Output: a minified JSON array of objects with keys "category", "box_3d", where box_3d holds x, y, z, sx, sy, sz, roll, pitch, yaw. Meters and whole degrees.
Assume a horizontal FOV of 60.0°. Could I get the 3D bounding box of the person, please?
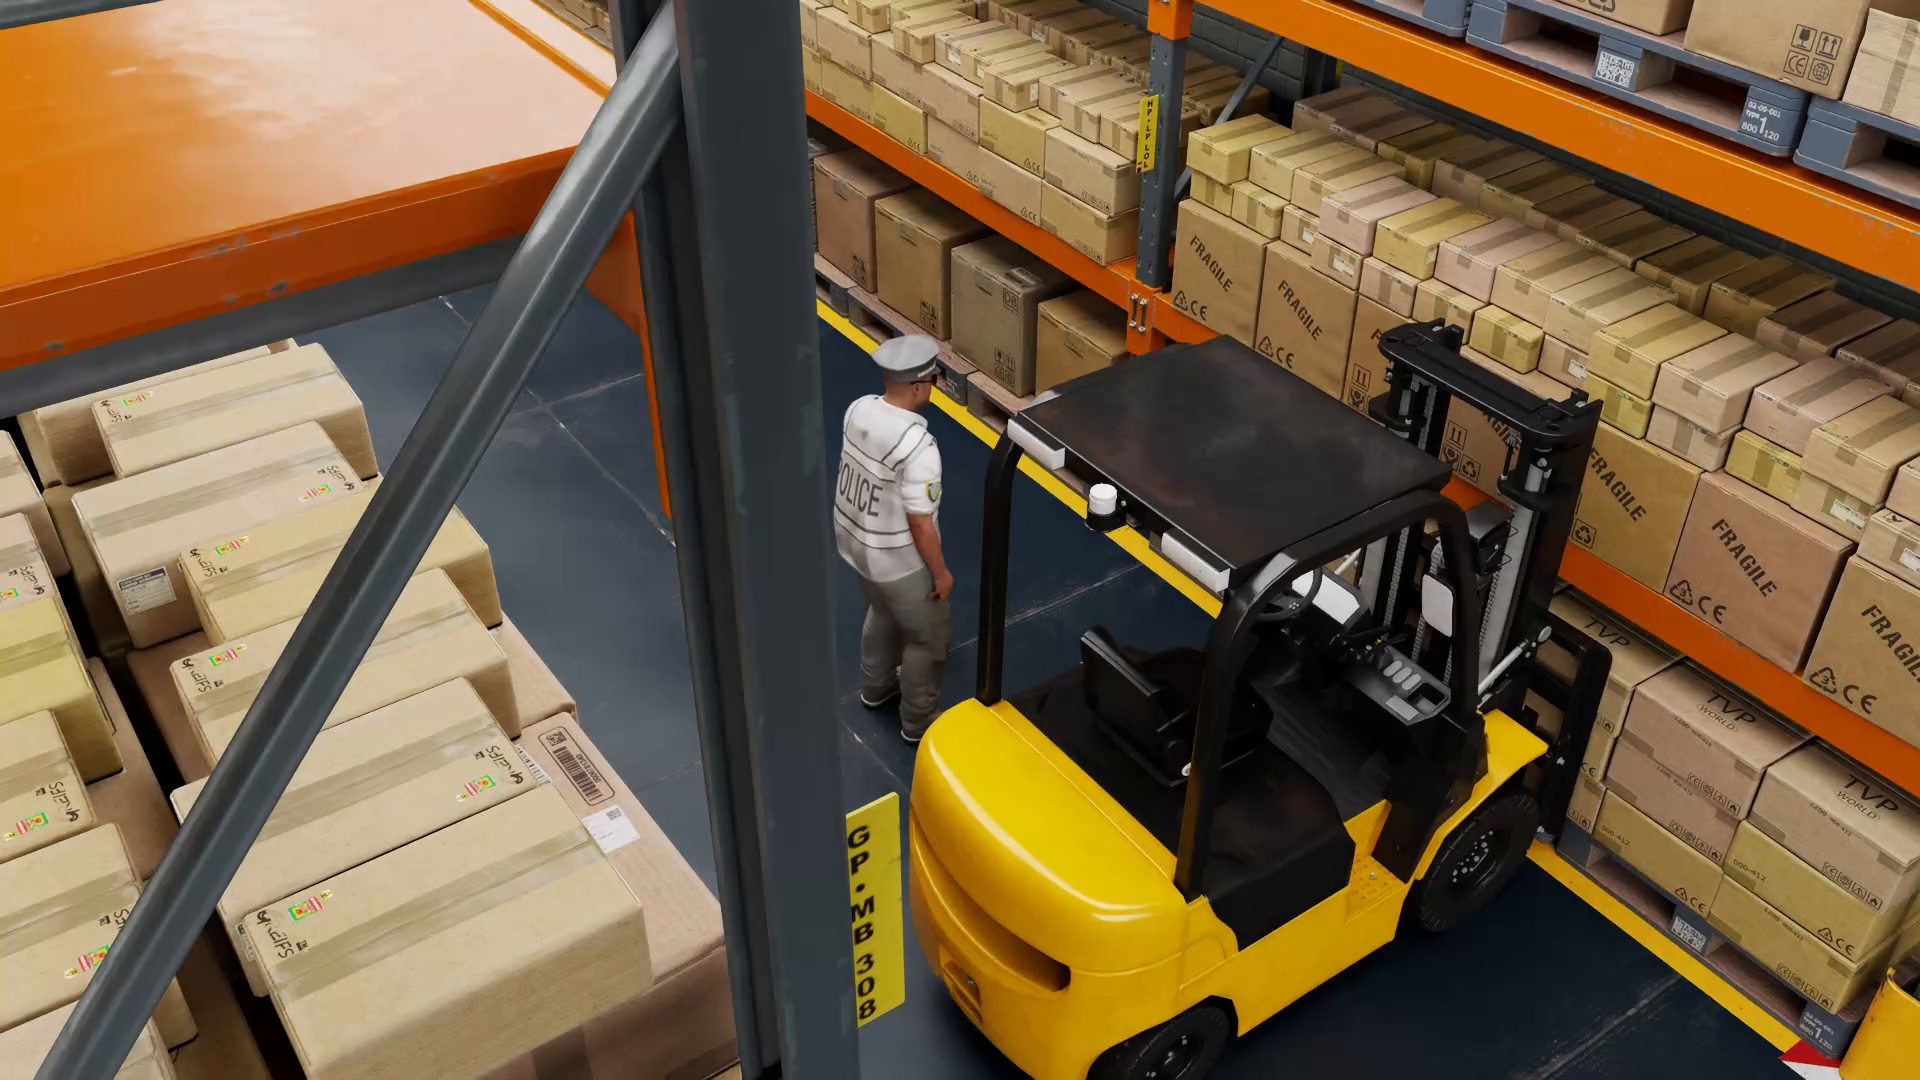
[{"category":"person","box_3d":[-0.250,0.024,6.609,0.439,1.747,0.585,-23,42,-28]}]
